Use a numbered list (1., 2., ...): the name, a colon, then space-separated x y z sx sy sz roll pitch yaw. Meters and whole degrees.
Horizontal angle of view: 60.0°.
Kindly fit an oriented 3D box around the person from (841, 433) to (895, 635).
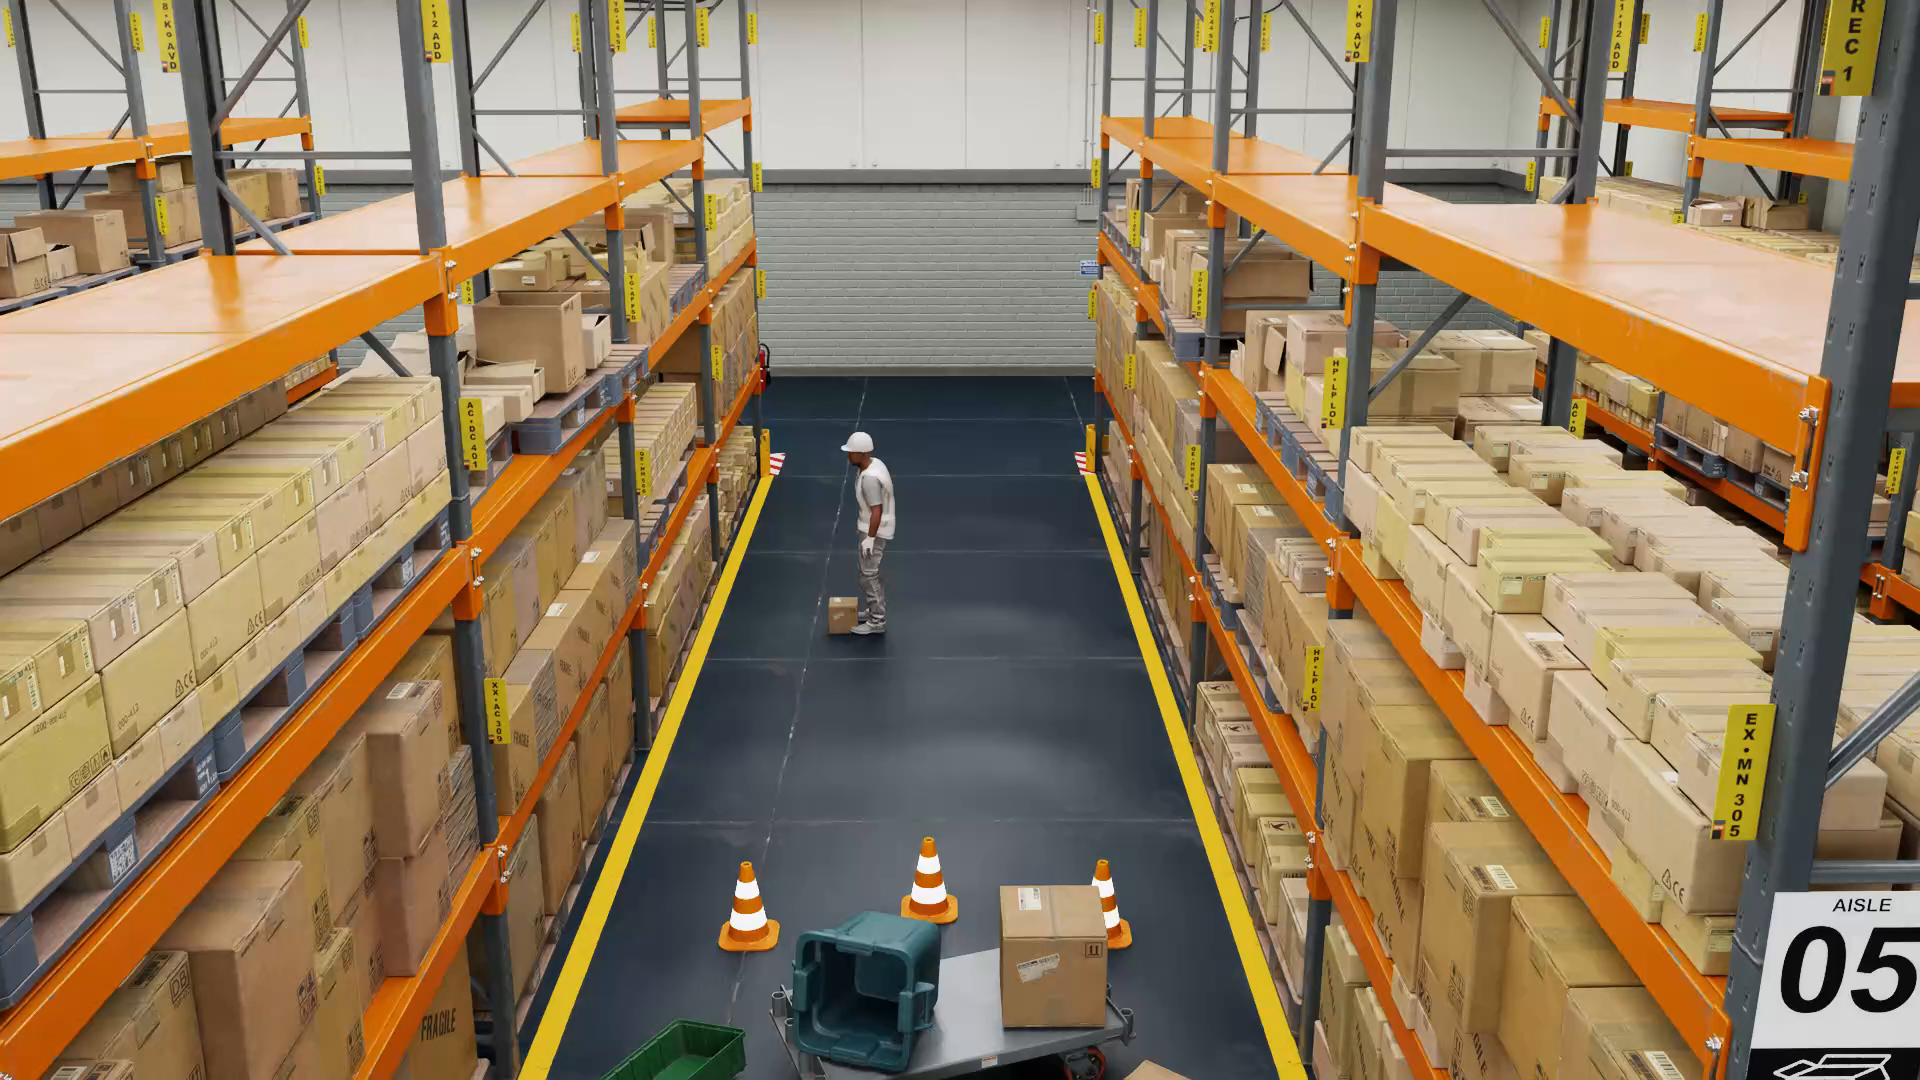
1. person: -0.784 -0.069 14.346 0.452 1.773 0.625 -1 17 -4
